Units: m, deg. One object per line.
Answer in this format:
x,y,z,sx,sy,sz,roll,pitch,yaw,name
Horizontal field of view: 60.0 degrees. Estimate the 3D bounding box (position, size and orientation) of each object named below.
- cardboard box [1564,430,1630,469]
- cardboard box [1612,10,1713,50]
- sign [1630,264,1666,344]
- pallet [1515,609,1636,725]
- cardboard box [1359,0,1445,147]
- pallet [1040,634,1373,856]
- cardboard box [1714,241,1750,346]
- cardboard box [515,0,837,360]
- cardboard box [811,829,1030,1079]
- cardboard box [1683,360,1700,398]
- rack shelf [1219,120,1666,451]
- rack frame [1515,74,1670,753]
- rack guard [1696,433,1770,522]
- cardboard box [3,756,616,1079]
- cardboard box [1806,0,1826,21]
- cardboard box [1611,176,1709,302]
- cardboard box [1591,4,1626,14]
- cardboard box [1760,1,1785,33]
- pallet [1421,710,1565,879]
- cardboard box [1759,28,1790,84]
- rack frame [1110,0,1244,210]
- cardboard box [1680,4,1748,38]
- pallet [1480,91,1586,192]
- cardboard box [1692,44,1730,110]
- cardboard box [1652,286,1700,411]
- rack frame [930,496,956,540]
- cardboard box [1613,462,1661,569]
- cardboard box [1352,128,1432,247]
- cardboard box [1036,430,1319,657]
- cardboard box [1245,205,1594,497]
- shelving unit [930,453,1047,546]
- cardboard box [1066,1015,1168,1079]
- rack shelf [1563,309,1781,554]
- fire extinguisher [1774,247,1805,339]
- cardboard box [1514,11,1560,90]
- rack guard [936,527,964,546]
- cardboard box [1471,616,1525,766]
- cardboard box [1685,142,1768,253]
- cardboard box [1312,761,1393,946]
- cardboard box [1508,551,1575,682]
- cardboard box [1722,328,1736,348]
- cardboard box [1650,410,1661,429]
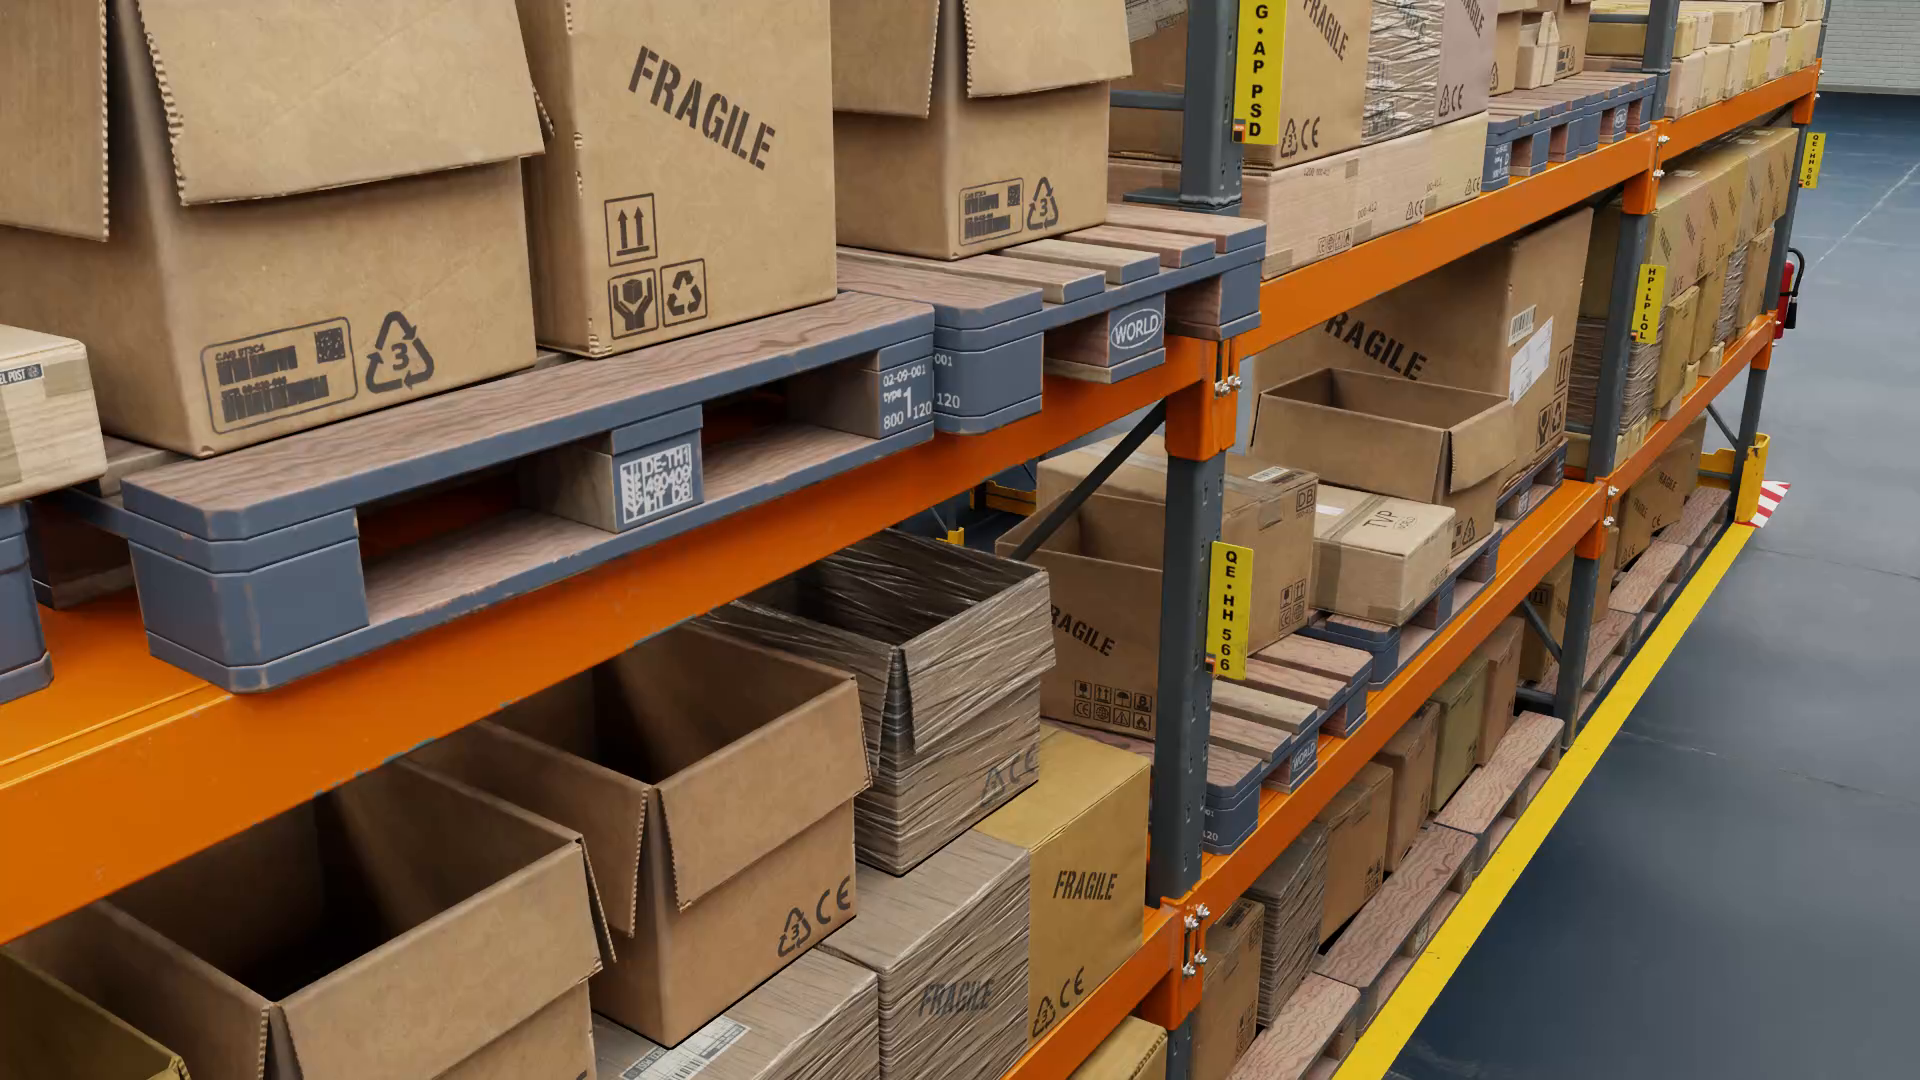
2.776,-0.432,7.472,0.380,0.149,0.250,13,24,32,cardboard box
3.108,-2.267,7.389,0.380,0.149,0.250,13,24,32,cardboard box
2.867,-0.983,6.929,0.100,0.325,0.005,13,24,32,sign
2.754,0.561,8.443,1.003,0.211,1.213,13,24,32,pallet
0.923,-1.317,4.313,0.500,0.500,0.500,13,24,32,cardboard box
0.470,0.465,4.960,1.213,0.211,1.003,13,24,32,pallet
3.824,-1.427,9.226,0.875,0.500,0.500,13,24,32,cardboard box
-0.538,-0.596,2.480,0.500,0.500,0.500,15,25,35,cardboard box
-0.200,0.886,3.403,0.500,0.500,0.500,13,24,31,cardboard box
3.608,-0.865,8.642,0.380,0.149,0.250,13,24,32,cardboard box
1.282,-1.043,5.473,1.077,0.370,4.000,13,24,32,rack shelf
2.406,-0.547,7.420,1.000,3.000,0.127,13,24,32,rack frame
4.612,-0.501,10.898,1.175,0.500,0.348,13,24,32,rack guard
-1.007,0.670,2.540,0.797,0.503,0.637,14,25,34,cardboard box
4.757,-3.078,9.579,0.380,0.149,0.250,13,24,32,cardboard box
3.149,-1.426,7.781,0.500,0.500,0.500,13,24,32,cardboard box
2.985,-2.512,8.049,0.380,0.149,0.250,14,25,34,cardboard box
4.019,-2.706,8.574,0.380,0.149,0.250,12,23,29,cardboard box
1.970,0.984,7.299,1.003,0.211,1.213,13,24,32,pallet
4.020,-2.554,8.739,0.500,0.250,0.500,14,24,33,cardboard box
0.158,-2.213,3.277,1.000,3.000,0.127,13,24,32,rack frame
3.546,-2.485,7.978,0.380,0.149,0.250,13,24,31,cardboard box
1.391,-1.411,5.704,1.213,0.211,1.003,13,24,32,pallet
3.164,-2.115,7.553,0.500,0.250,0.500,13,24,31,cardboard box
3.020,-0.987,8.037,0.875,0.500,0.500,13,24,32,cardboard box
-0.238,-0.582,9.677,0.500,1.500,0.032,13,24,32,rack frame
3.615,-0.189,9.451,0.500,0.500,0.500,16,26,37,cardboard box
0.921,-0.968,4.451,0.500,0.250,0.500,14,24,33,cardboard box
0.659,0.014,5.153,0.700,0.500,0.500,18,27,40,cardboard box
1.844,-0.825,6.701,1.000,1.000,1.000,13,24,32,cardboard box
0.043,-0.725,10.064,0.587,1.500,1.083,13,24,32,shelving unit
-0.248,1.594,4.089,1.225,0.875,0.875,12,23,29,cardboard box
3.530,-0.783,9.096,1.077,0.370,4.000,13,24,32,rack shelf
5.100,-1.601,10.382,0.296,0.674,0.183,13,24,32,fire extinguisher
1.960,-1.799,6.068,0.396,0.266,0.258,14,25,34,cardboard box
-0.237,0.004,9.894,0.587,0.250,0.087,13,24,32,rack guard
2.043,0.591,7.313,0.700,0.500,0.500,11,23,28,cardboard box
3.990,-1.857,8.946,0.500,0.500,0.500,13,24,32,cardboard box
1.132,1.045,6.085,0.700,0.500,0.500,16,25,36,cardboard box
2.664,0.321,8.070,0.500,0.500,0.500,12,24,30,cardboard box
4.273,-1.233,9.636,0.380,0.149,0.250,13,24,32,cardboard box
3.177,-0.652,8.066,0.380,0.149,0.250,13,24,32,cardboard box
